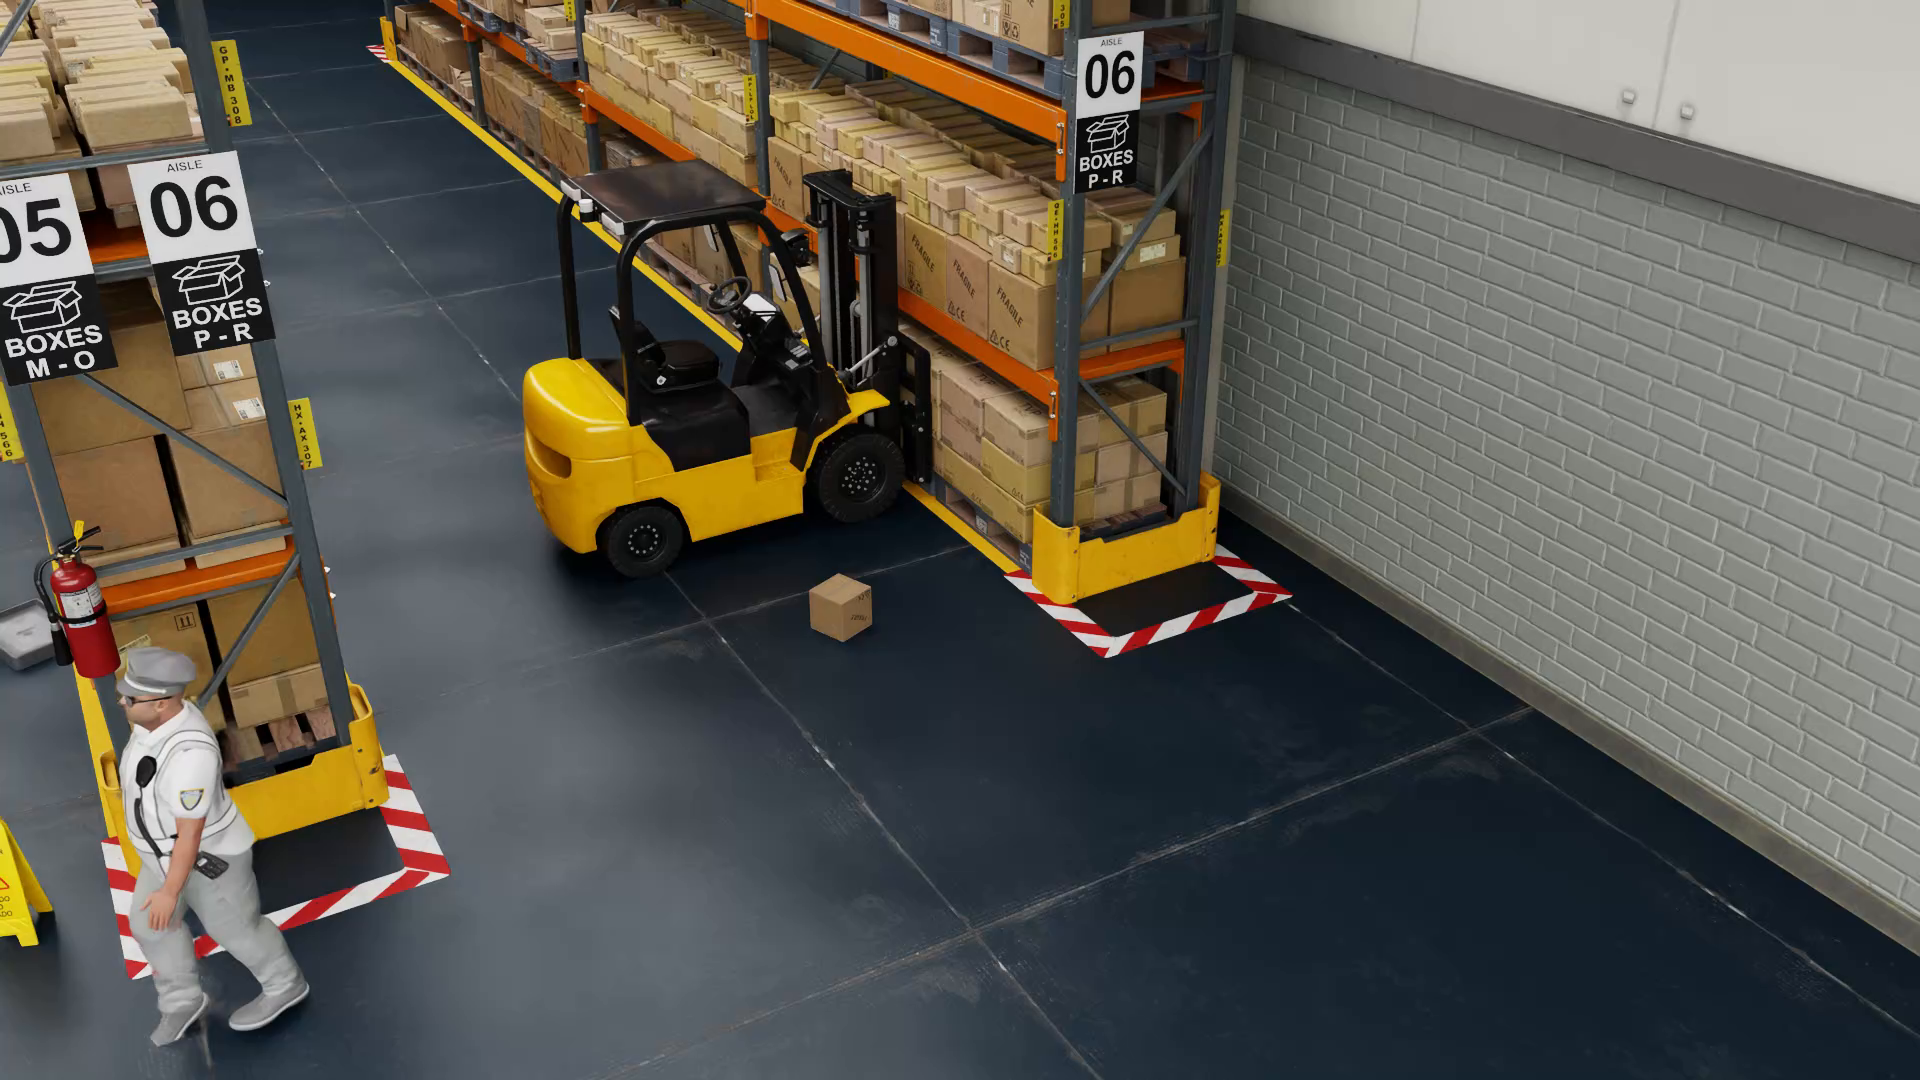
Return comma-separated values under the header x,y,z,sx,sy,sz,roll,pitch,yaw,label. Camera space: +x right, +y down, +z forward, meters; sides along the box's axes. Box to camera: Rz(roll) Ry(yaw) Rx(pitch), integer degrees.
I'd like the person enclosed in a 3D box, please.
x,y,z,sx,sy,sz,roll,pitch,yaw,label
-2.959,1.236,6.353,0.625,1.863,0.527,-24,37,-36,person
